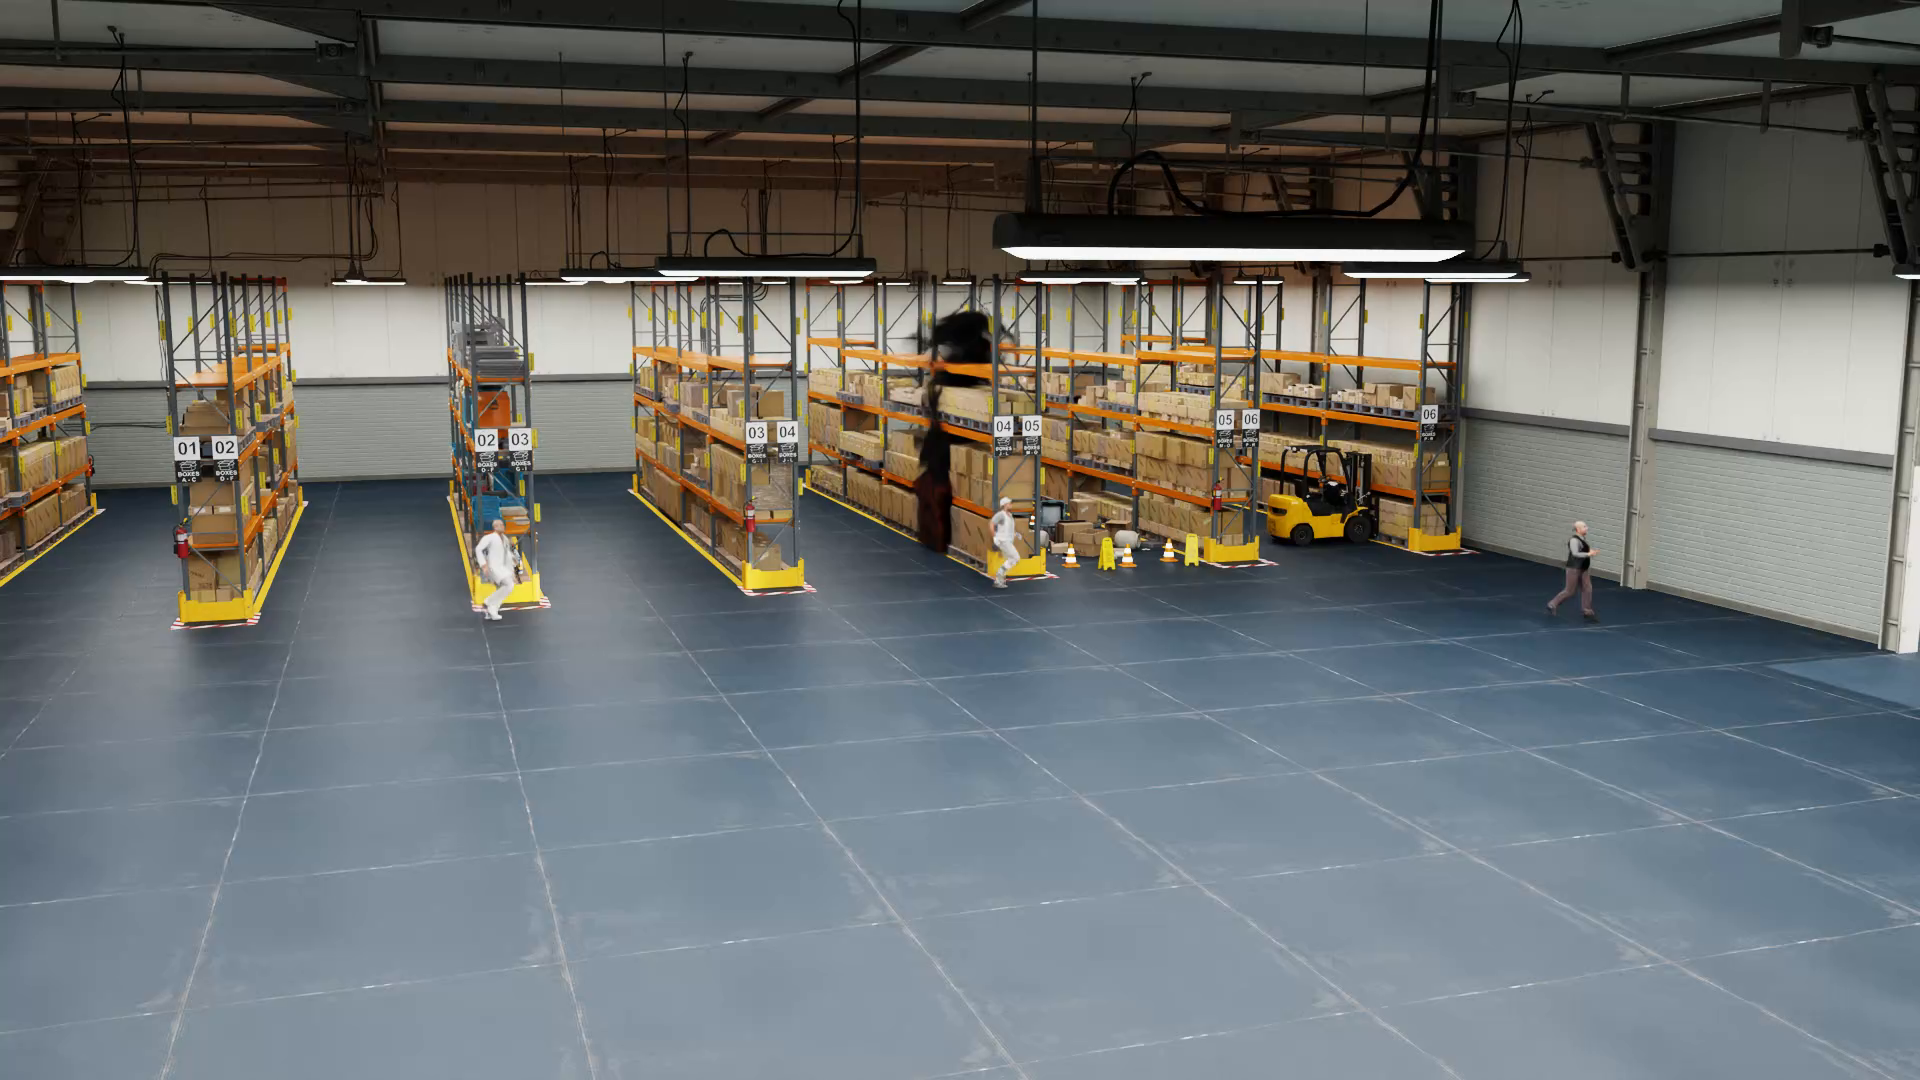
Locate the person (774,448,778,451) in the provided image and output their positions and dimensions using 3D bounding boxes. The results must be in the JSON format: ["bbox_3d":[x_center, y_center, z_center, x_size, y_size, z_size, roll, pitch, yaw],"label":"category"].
[{"bbox_3d":[-4.860,-1.969,45.677,0.613,1.641,0.594,-3,9,-18],"label":"person"}]

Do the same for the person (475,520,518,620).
[{"bbox_3d":[-8.008,0.510,29.025,0.604,1.719,0.709,2,9,15],"label":"person"}]

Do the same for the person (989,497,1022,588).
[{"bbox_3d":[0.927,0.050,32.018,0.568,1.730,0.687,4,9,23],"label":"person"}]

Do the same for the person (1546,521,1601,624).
[{"bbox_3d":[10.617,0.541,28.670,0.893,1.750,0.668,6,11,36],"label":"person"}]
